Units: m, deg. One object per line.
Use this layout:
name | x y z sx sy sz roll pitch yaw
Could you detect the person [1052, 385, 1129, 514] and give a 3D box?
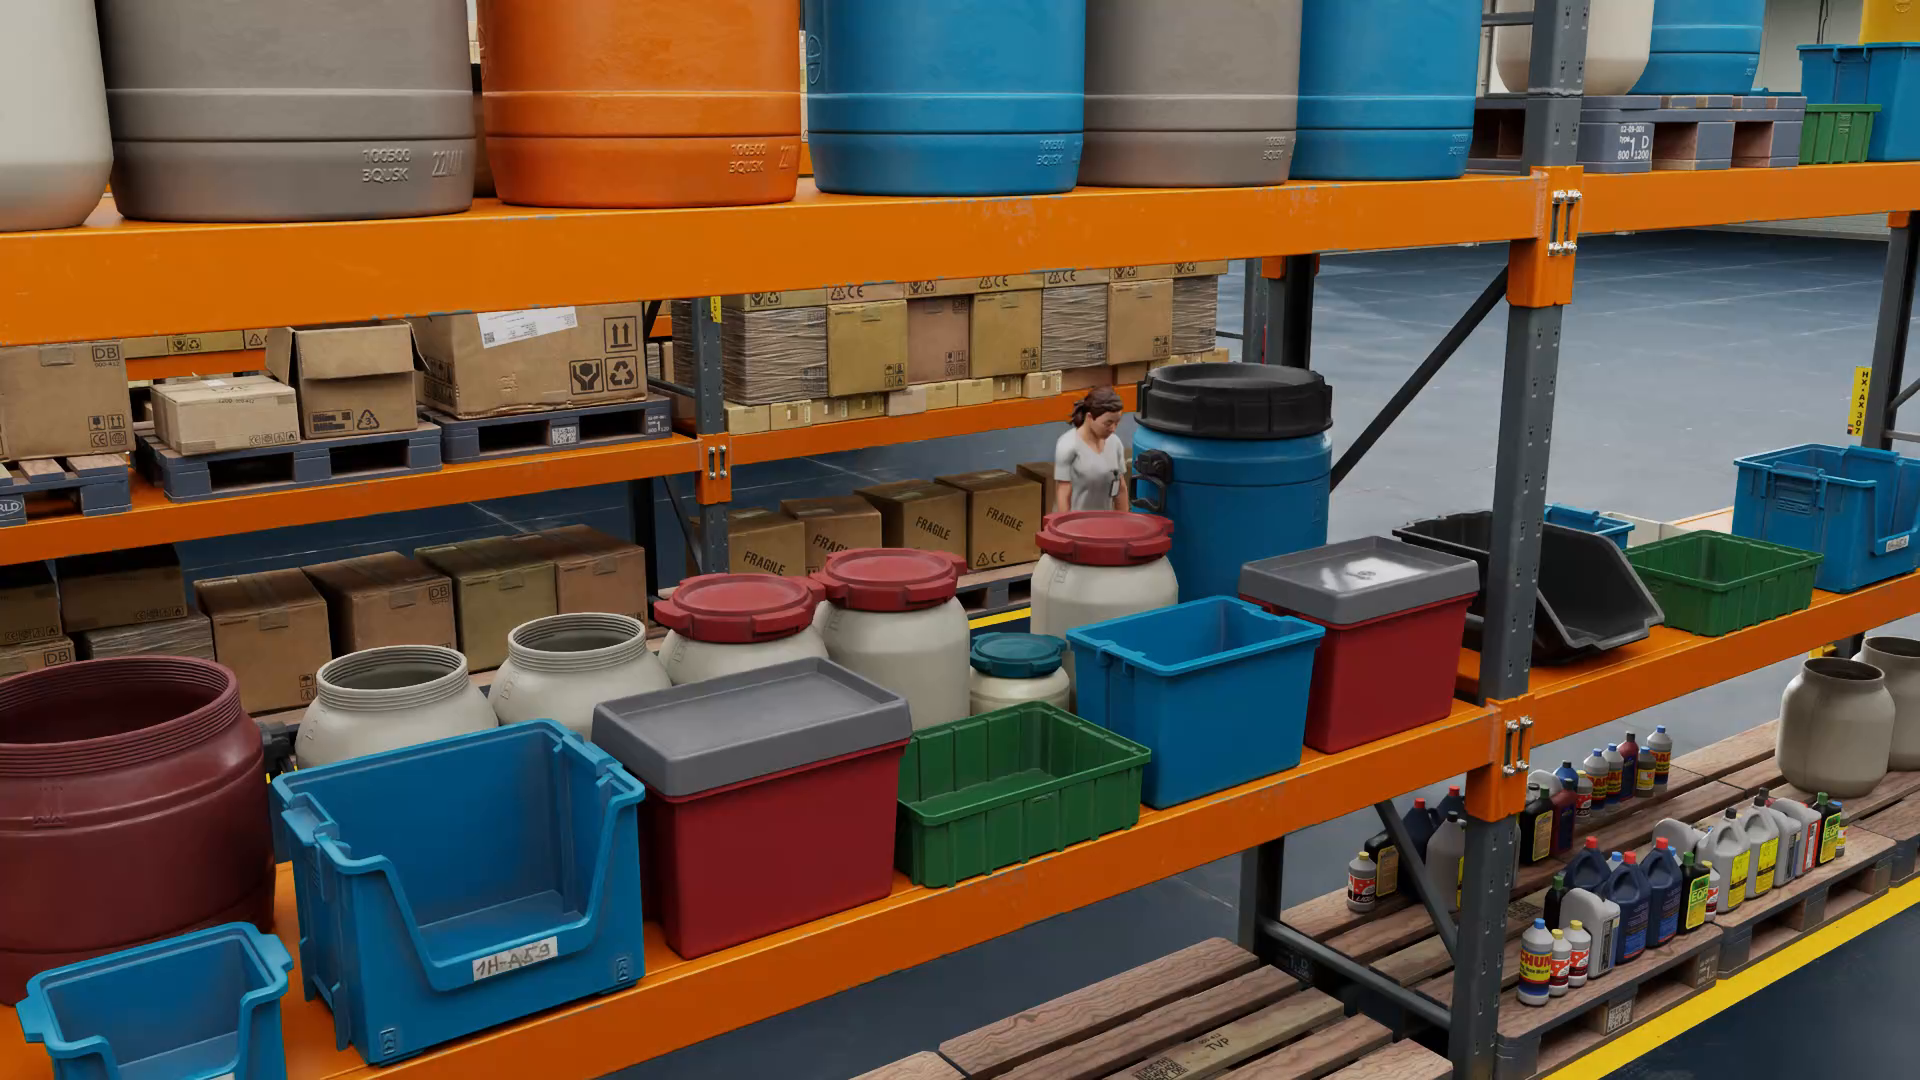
person | 0.679 0.000 8.605 0.458 1.637 0.370 -10 17 -33
